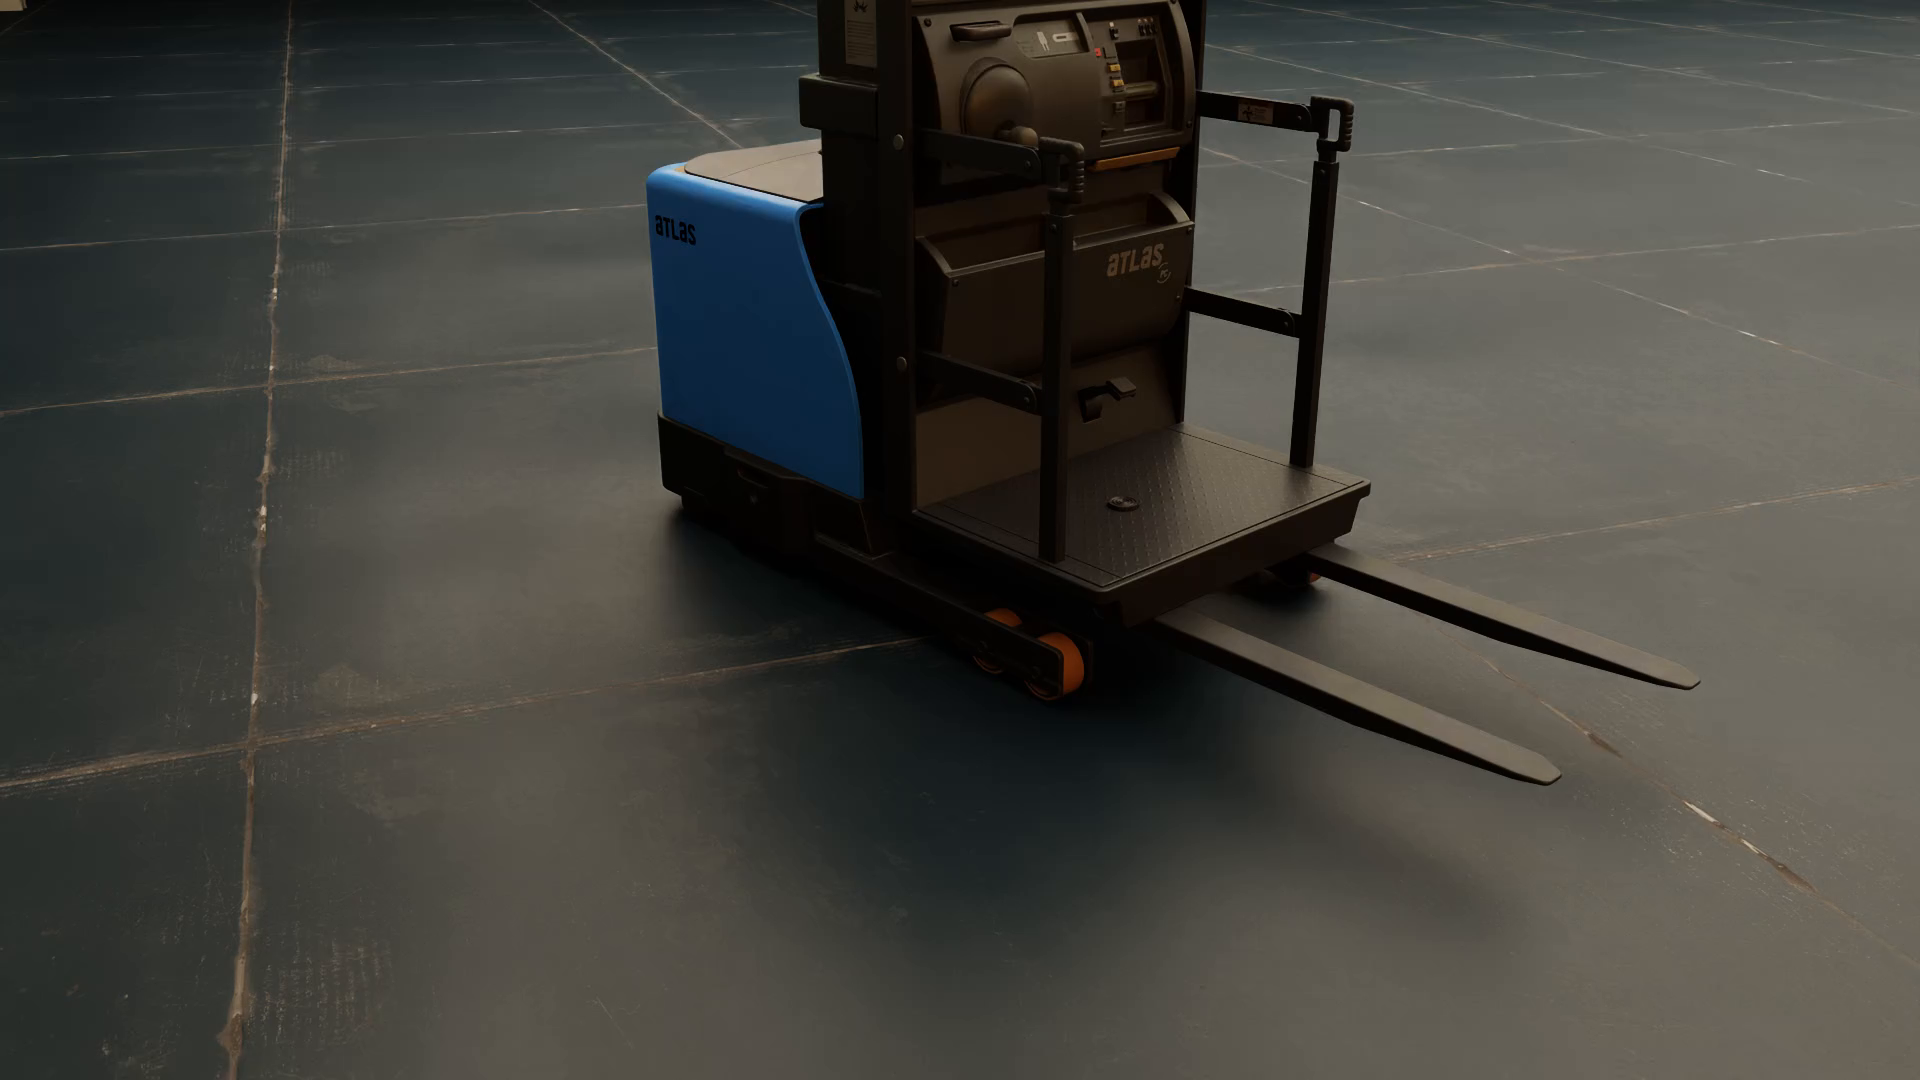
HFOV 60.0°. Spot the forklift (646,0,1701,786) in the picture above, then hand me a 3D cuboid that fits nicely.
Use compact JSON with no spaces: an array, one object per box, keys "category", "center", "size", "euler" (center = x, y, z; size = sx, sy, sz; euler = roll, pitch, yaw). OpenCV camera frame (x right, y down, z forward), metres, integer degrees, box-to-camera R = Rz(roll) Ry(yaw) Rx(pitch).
[{"category":"forklift","center":[0.409,-1.176,4.096],"size":[1.130,2.935,3.031],"euler":[-19,30,-38]}]
